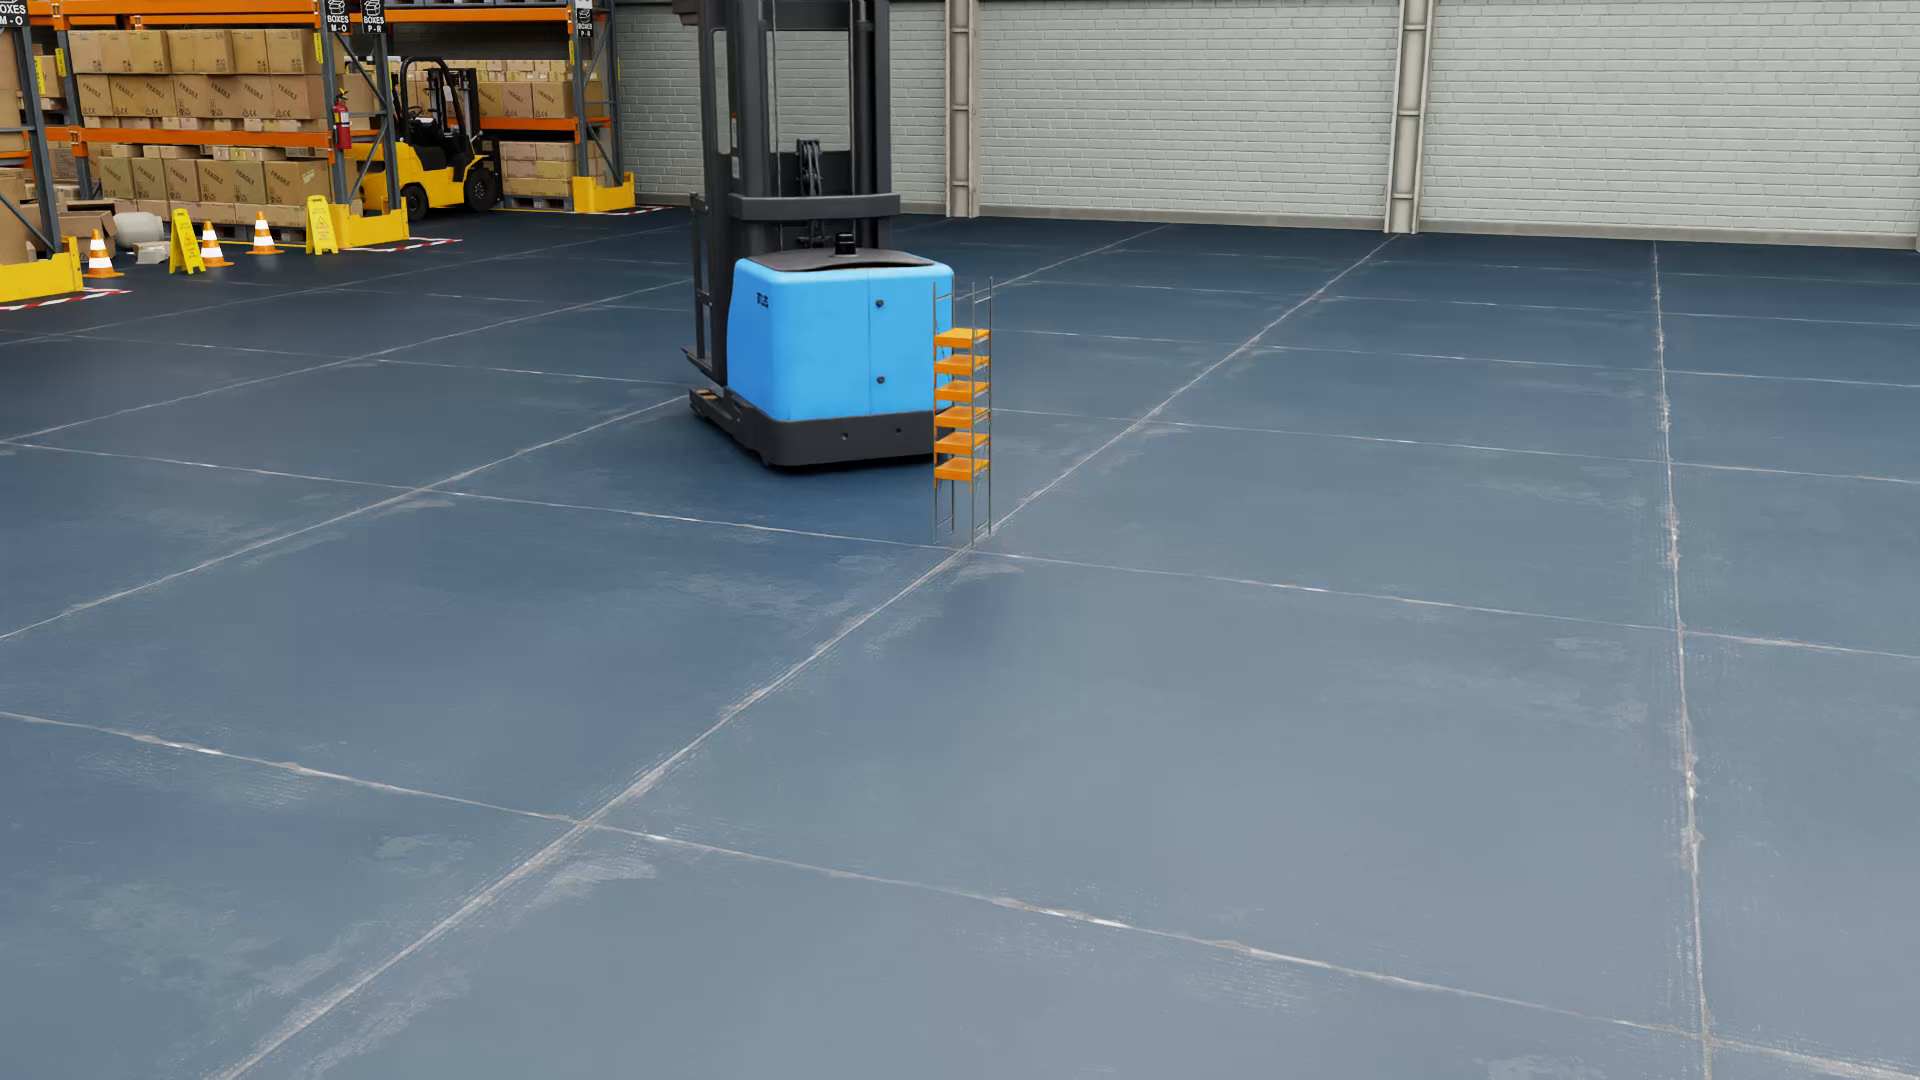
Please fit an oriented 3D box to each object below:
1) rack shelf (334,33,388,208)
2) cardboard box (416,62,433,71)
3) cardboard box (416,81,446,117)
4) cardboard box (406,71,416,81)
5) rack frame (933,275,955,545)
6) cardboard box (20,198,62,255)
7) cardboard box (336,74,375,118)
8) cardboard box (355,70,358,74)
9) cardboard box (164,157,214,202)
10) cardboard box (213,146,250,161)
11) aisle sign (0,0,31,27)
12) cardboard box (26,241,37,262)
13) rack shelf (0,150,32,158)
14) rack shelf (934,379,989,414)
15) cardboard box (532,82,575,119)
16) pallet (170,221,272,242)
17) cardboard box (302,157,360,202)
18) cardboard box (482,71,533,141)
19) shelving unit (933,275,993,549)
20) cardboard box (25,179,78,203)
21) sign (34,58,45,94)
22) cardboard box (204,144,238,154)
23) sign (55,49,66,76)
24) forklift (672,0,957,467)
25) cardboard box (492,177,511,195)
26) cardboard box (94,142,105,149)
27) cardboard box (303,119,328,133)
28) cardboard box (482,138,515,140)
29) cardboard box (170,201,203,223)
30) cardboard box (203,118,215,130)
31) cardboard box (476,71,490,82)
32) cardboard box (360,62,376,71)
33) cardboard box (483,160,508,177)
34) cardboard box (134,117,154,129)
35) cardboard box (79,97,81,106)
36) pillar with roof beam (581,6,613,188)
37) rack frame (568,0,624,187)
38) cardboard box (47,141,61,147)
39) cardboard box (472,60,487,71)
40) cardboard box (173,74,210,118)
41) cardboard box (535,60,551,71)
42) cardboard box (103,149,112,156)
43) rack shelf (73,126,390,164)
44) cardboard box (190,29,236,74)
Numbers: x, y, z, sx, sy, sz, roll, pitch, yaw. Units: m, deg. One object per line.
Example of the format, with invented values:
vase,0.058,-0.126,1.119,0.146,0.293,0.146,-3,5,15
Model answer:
rack shelf,-7.039,-5.003,19.525,0.053,2.616,0.949,6,17,21
cardboard box,-7.786,-6.992,24.501,0.250,0.149,0.380,6,17,20
cardboard box,-7.664,-6.533,24.618,0.500,0.500,0.500,6,17,20
cardboard box,-8.047,-6.867,24.606,0.250,0.149,0.380,7,17,22
rack frame,-0.072,-0.584,7.534,0.006,1.200,0.240,6,17,21
cardboard box,-10.476,-3.485,18.531,0.503,0.637,0.797,6,17,21
cardboard box,-7.379,-5.313,19.881,0.500,0.500,0.500,6,17,20
cardboard box,-9.343,-7.035,25.185,0.250,0.149,0.380,7,18,23
cardboard box,-9.327,-4.417,20.340,0.500,0.500,0.500,7,18,24
cardboard box,-8.724,-4.643,19.956,0.250,0.149,0.380,7,18,23
aisle sign,-8.586,-5.027,14.945,0.004,0.787,0.394,6,17,21
cardboard box,-10.209,-3.106,17.895,0.258,0.266,0.396,10,19,30
rack shelf,-10.623,-3.695,15.832,3.809,0.052,0.919,6,17,21
rack shelf,0.013,-0.647,7.480,0.180,0.103,0.258,6,17,21
cardboard box,-5.777,-6.320,23.883,0.500,0.500,0.500,6,17,19
pallet,-8.985,-3.888,20.687,1.213,0.211,1.003,6,17,21
cardboard box,-7.711,-4.400,20.282,0.500,0.500,0.500,6,17,19
cardboard box,-6.713,-6.197,24.250,1.504,1.239,0.500,6,17,20
shelving unit,0.013,-0.575,7.501,0.189,1.200,0.258,6,17,21
cardboard box,-11.920,-4.476,21.672,0.625,0.372,0.950,7,18,24
sign,-8.553,-4.305,15.426,0.005,0.325,0.100,6,17,21
cardboard box,-11.478,-6.037,26.594,0.625,0.625,0.875,7,18,22
sign,-10.961,-5.823,20.273,0.005,0.325,0.100,6,17,21
forklift,-1.035,-2.122,9.885,1.129,2.843,3.031,-6,17,-21
cardboard box,-7.656,-5.344,24.880,2.548,0.250,0.556,6,17,21
cardboard box,-13.940,-6.502,27.258,0.250,0.149,0.380,7,18,22
cardboard box,-7.467,-4.864,19.498,0.250,0.149,0.380,7,18,22
cardboard box,-7.002,-5.907,25.027,0.500,0.250,0.500,6,17,20
cardboard box,-9.316,-4.056,20.445,0.500,0.250,0.500,6,17,20
cardboard box,-8.881,-5.025,20.054,0.250,0.149,0.380,6,17,21
cardboard box,-6.850,-6.737,24.156,0.250,0.149,0.380,6,17,21
cardboard box,-8.756,-7.091,24.844,0.250,0.149,0.380,7,17,22
cardboard box,-6.740,-5.481,24.455,0.500,0.250,0.500,6,17,19
cardboard box,-9.856,-5.109,20.342,0.250,0.149,0.380,7,18,22
cardboard box,-11.159,-5.630,21.385,0.250,0.149,0.380,7,17,21
pillar with roof beam,-7.119,-8.359,20.326,0.400,9.000,9.100,6,17,21
rack frame,-5.222,-6.289,23.958,0.127,3.000,1.000,6,17,21
cardboard box,-14.912,-6.607,27.618,0.250,0.149,0.380,7,18,23
cardboard box,-6.857,-6.878,24.110,0.250,0.149,0.380,7,17,22
cardboard box,-9.039,-5.338,19.967,0.500,0.500,0.500,6,17,21
cardboard box,-5.874,-6.791,23.809,0.250,0.149,0.380,6,17,21
cardboard box,-13.598,-6.150,27.209,0.500,0.500,0.500,6,17,20
rack shelf,-8.901,-4.861,20.327,4.000,0.370,1.077,6,17,21
cardboard box,-8.576,-5.748,19.585,0.500,0.500,0.700,6,17,20
